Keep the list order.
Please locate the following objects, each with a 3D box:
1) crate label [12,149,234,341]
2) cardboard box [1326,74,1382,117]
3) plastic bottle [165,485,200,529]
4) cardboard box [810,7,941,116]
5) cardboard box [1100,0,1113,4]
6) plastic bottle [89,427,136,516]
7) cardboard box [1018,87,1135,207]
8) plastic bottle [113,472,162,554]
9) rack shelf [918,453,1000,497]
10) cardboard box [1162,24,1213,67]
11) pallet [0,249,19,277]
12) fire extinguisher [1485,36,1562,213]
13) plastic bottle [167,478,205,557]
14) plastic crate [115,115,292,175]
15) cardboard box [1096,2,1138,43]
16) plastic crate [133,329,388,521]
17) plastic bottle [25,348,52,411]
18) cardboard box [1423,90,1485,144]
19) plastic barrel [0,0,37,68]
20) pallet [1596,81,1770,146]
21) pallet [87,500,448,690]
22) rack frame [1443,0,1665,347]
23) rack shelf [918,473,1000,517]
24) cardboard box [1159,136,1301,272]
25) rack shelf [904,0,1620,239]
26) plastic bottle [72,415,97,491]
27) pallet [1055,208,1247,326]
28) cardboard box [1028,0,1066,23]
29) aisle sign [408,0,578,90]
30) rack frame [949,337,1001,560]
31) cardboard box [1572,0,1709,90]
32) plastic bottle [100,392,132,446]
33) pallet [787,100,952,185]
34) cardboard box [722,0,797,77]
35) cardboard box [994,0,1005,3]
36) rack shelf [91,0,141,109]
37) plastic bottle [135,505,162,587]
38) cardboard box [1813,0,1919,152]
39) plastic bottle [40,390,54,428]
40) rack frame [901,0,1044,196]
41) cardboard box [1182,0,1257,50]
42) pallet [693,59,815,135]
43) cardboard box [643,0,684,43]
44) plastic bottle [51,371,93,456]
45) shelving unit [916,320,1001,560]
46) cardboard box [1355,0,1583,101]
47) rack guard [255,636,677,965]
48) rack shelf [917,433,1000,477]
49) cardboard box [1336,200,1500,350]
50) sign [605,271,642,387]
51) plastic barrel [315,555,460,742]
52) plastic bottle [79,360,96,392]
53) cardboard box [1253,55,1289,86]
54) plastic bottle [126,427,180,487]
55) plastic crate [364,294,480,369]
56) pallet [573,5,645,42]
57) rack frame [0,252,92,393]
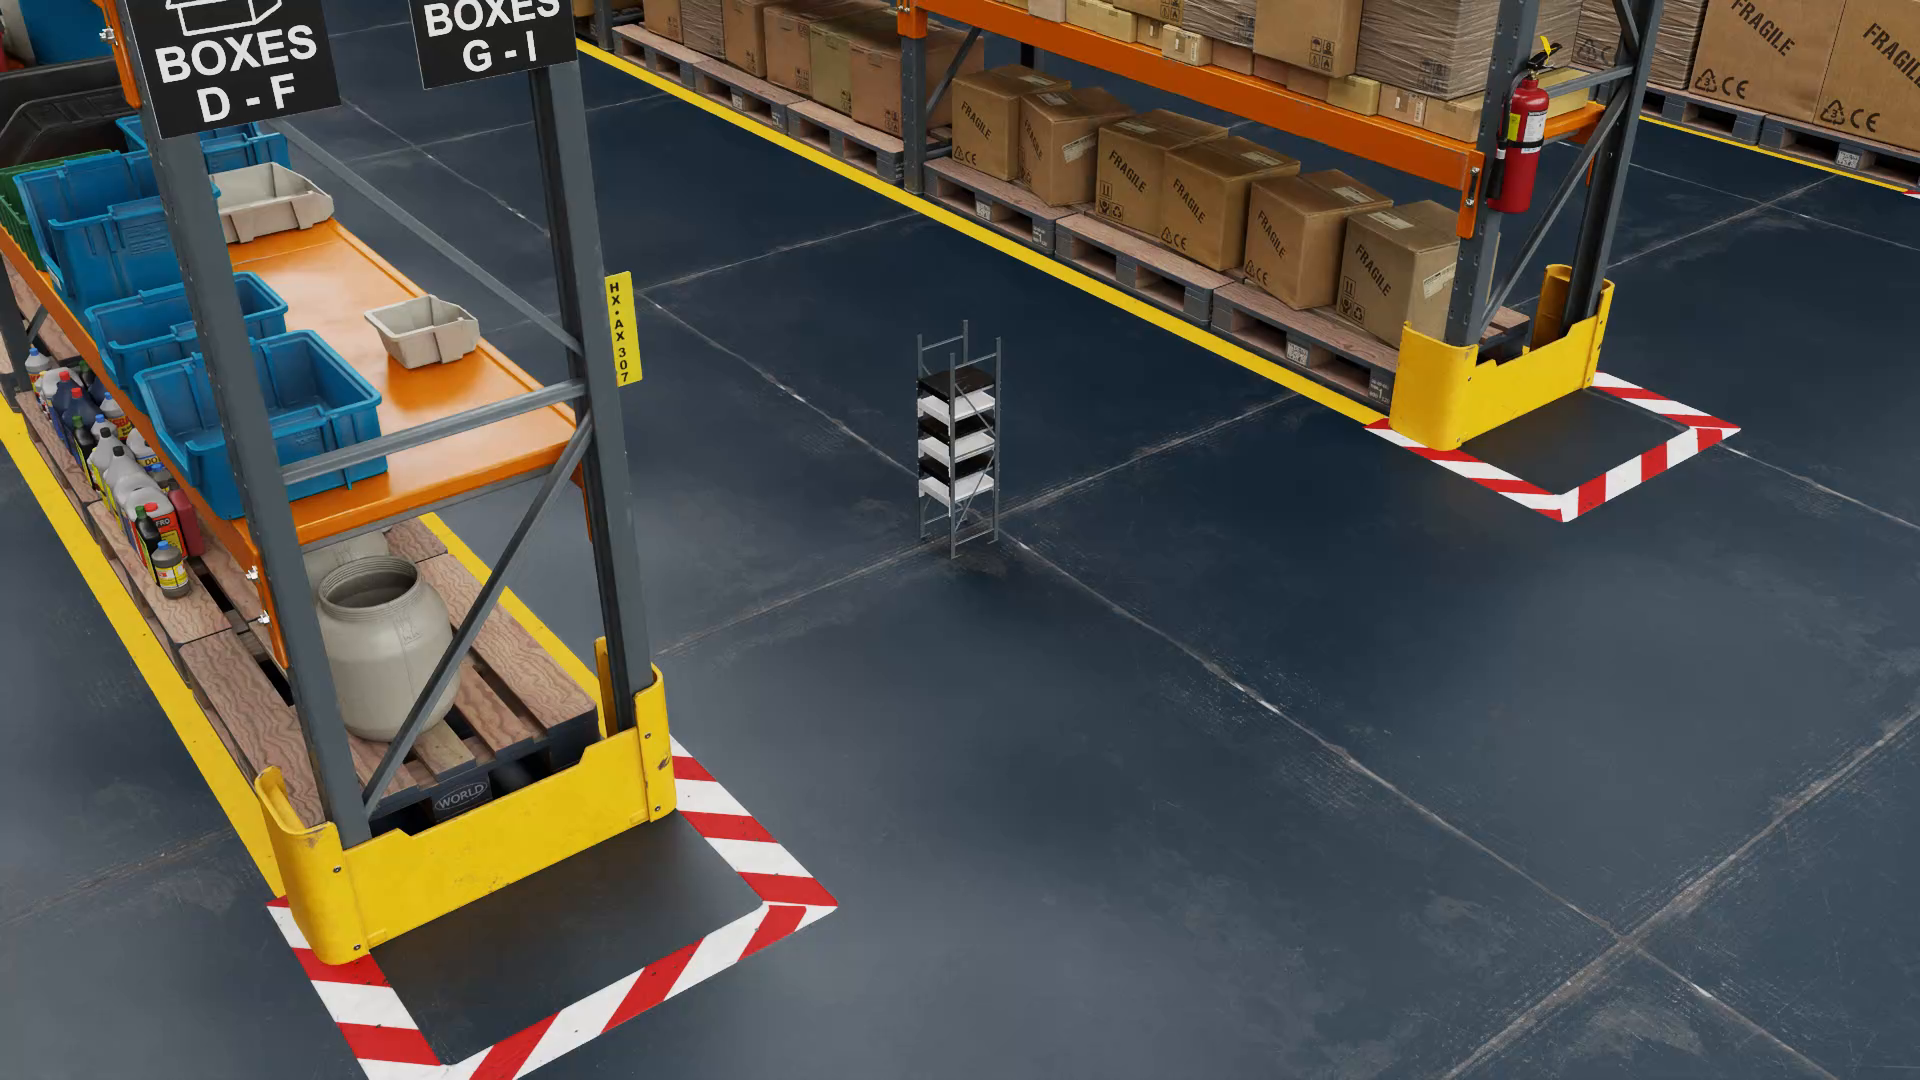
[{"bbox_3d":[-2.714,-0.976,5.445,0.502,0.435,0.616,-22,38,-31],"label":"crate label"},{"bbox_3d":[1.856,-2.021,7.399,0.380,0.149,0.250,-22,38,-31],"label":"cardboard box"},{"bbox_3d":[-2.976,-0.123,6.340,0.097,0.201,0.097,0,32,0],"label":"plastic bottle"},{"bbox_3d":[-0.550,-3.144,10.921,0.700,0.500,0.500,-23,38,-32],"label":"cardboard box"},{"bbox_3d":[0.979,-3.117,8.548,0.875,0.500,0.500,-22,38,-31],"label":"cardboard box"},{"bbox_3d":[-3.281,-0.284,6.457,0.144,0.351,0.185,-23,38,-32],"label":"plastic bottle"},{"bbox_3d":[0.658,-2.252,9.503,0.500,0.500,0.500,-11,33,-16],"label":"cardboard box"},{"bbox_3d":[-3.063,-0.107,6.243,0.152,0.276,0.135,-23,39,-33],"label":"plastic bottle"},{"bbox_3d":[-0.005,-0.281,6.583,0.258,0.077,0.200,-22,38,-31],"label":"rack shelf"},{"bbox_3d":[1.200,-2.420,8.042,0.380,0.149,0.250,-22,38,-31],"label":"cardboard box"},{"bbox_3d":[-5.090,-1.587,9.106,1.003,0.211,1.213,-22,38,-31],"label":"pallet"},{"bbox_3d":[2.246,-1.654,6.644,0.296,0.674,0.183,-22,38,-31],"label":"fire extinguisher"},{"bbox_3d":[-2.894,-0.087,6.204,0.061,0.283,0.133,-22,38,-31],"label":"plastic bottle"},{"bbox_3d":[-2.932,-1.512,6.482,0.499,0.251,0.616,-22,38,-31],"label":"plastic crate"},{"bbox_3d":[0.912,-2.636,8.390,0.380,0.149,0.250,-22,38,-31],"label":"cardboard box"},{"bbox_3d":[-1.915,-0.330,4.579,0.499,0.251,0.616,-22,38,-31],"label":"plastic crate"},{"bbox_3d":[-3.976,-0.702,7.206,0.097,0.271,0.097,0,32,0],"label":"plastic bottle"},{"bbox_3d":[2.202,-1.829,7.090,0.380,0.149,0.250,-22,38,-31],"label":"cardboard box"},{"bbox_3d":[-4.238,-2.476,7.765,0.433,0.535,0.433,0,32,0],"label":"plastic barrel"},{"bbox_3d":[5.224,-3.078,11.506,1.003,0.211,1.213,-22,38,-31],"label":"pallet"},{"bbox_3d":[-2.694,0.038,6.488,1.003,0.211,1.213,-22,38,-31],"label":"pallet"},{"bbox_3d":[2.540,-1.884,6.940,1.000,3.000,0.127,-22,38,-31],"label":"rack frame"},{"bbox_3d":[-0.005,-0.204,6.631,0.258,0.077,0.200,-22,38,-31],"label":"rack shelf"},{"bbox_3d":[1.408,-1.771,8.730,0.500,0.500,0.500,-19,36,-27],"label":"cardboard box"},{"bbox_3d":[1.314,-2.412,8.472,1.077,0.370,4.000,-22,38,-31],"label":"rack shelf"},{"bbox_3d":[-3.474,-0.350,6.628,0.061,0.283,0.133,-20,37,-29],"label":"plastic bottle"},{"bbox_3d":[1.279,-1.589,9.109,1.003,0.211,1.213,-22,38,-31],"label":"pallet"},{"bbox_3d":[0.581,-2.835,8.710,0.380,0.149,0.250,-22,38,-31],"label":"cardboard box"},{"bbox_3d":[-1.097,-1.451,3.779,0.394,0.787,0.004,-22,38,-31],"label":"aisle sign"},{"bbox_3d":[0.057,-0.343,6.450,0.240,0.900,0.006,-22,38,-31],"label":"rack frame"},{"bbox_3d":[4.954,-3.730,11.529,0.875,0.875,0.875,-22,38,-31],"label":"cardboard box"},{"bbox_3d":[-3.474,-0.484,6.856,0.097,0.271,0.097,0,32,0],"label":"plastic bottle"},{"bbox_3d":[-0.391,-2.690,10.882,1.003,0.211,1.213,-22,38,-31],"label":"pallet"},{"bbox_3d":[-1.235,-3.609,11.670,0.700,0.500,0.500,-19,37,-28],"label":"cardboard box"},{"bbox_3d":[0.300,-3.054,9.062,0.380,0.149,0.250,-22,38,-31],"label":"cardboard box"},{"bbox_3d":[-2.599,-2.084,5.101,1.077,0.370,4.000,-22,38,-31],"label":"rack shelf"},{"bbox_3d":[-2.931,0.019,6.034,0.061,0.283,0.133,-21,38,-30],"label":"plastic bottle"},{"bbox_3d":[6.052,-2.984,10.326,0.875,0.875,0.875,-22,38,-31],"label":"cardboard box"},{"bbox_3d":[-3.851,-0.587,7.088,0.097,0.201,0.097,0,32,0],"label":"plastic bottle"},{"bbox_3d":[0.087,-3.551,9.624,1.000,3.000,0.127,-22,38,-31],"label":"rack frame"},{"bbox_3d":[1.551,-2.683,7.850,0.875,0.500,0.500,-22,38,-31],"label":"cardboard box"},{"bbox_3d":[-1.143,-3.199,11.701,1.003,0.211,1.213,-22,38,-31],"label":"pallet"},{"bbox_3d":[-1.939,-4.070,12.413,0.700,0.500,0.500,-25,39,-34],"label":"cardboard box"},{"bbox_3d":[-3.658,-0.539,6.869,0.144,0.351,0.185,-21,38,-30],"label":"plastic bottle"},{"bbox_3d":[-0.005,-0.386,6.518,0.258,0.900,0.210,-22,38,-31],"label":"shelving unit"},{"bbox_3d":[2.225,-2.291,7.219,0.875,0.500,0.500,-22,38,-31],"label":"cardboard box"},{"bbox_3d":[-1.456,0.764,5.046,1.175,0.500,0.348,-22,38,-31],"label":"rack guard"},{"bbox_3d":[-0.005,-0.357,6.536,0.258,0.077,0.200,-22,38,-31],"label":"rack shelf"},{"bbox_3d":[2.171,-1.266,7.917,0.500,0.500,0.500,-15,35,-23],"label":"cardboard box"},{"bbox_3d":[-0.935,-0.575,4.571,0.100,0.325,0.005,-22,38,-31],"label":"sign"},{"bbox_3d":[-1.836,0.347,5.307,0.421,0.512,0.421,0,32,0],"label":"plastic barrel"},{"bbox_3d":[-3.672,-0.616,7.056,0.061,0.283,0.133,-22,38,-31],"label":"plastic bottle"},{"bbox_3d":[1.594,-2.248,7.764,0.380,0.149,0.250,-22,38,-31],"label":"cardboard box"},{"bbox_3d":[-3.180,-0.310,6.571,0.152,0.276,0.135,-22,38,-31],"label":"plastic bottle"},{"bbox_3d":[-1.667,-0.646,5.198,0.298,0.136,0.250,-22,38,-31],"label":"plastic crate"},{"bbox_3d":[-2.789,-4.386,13.612,1.003,0.211,1.213,-22,38,-31],"label":"pallet"},{"bbox_3d":[-3.825,-1.948,7.044,1.000,3.000,0.127,-22,38,-31],"label":"rack frame"}]
